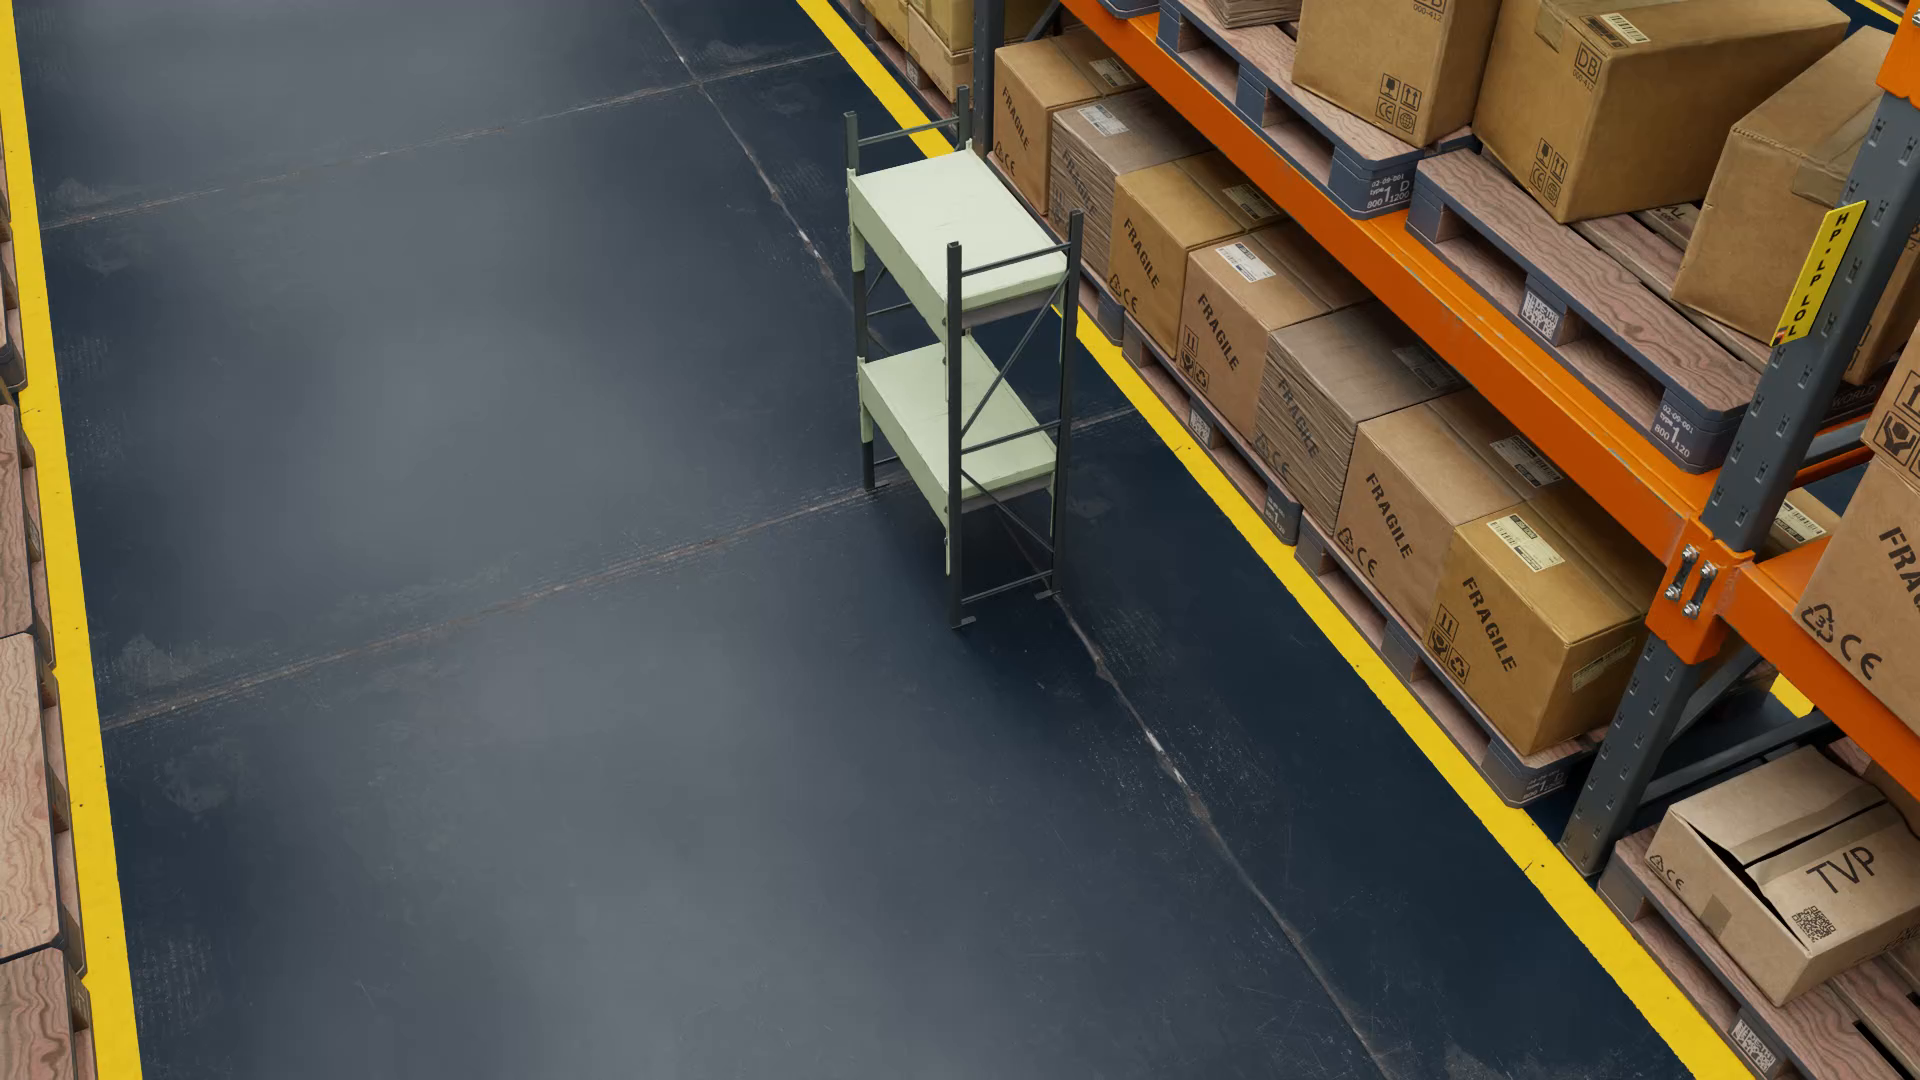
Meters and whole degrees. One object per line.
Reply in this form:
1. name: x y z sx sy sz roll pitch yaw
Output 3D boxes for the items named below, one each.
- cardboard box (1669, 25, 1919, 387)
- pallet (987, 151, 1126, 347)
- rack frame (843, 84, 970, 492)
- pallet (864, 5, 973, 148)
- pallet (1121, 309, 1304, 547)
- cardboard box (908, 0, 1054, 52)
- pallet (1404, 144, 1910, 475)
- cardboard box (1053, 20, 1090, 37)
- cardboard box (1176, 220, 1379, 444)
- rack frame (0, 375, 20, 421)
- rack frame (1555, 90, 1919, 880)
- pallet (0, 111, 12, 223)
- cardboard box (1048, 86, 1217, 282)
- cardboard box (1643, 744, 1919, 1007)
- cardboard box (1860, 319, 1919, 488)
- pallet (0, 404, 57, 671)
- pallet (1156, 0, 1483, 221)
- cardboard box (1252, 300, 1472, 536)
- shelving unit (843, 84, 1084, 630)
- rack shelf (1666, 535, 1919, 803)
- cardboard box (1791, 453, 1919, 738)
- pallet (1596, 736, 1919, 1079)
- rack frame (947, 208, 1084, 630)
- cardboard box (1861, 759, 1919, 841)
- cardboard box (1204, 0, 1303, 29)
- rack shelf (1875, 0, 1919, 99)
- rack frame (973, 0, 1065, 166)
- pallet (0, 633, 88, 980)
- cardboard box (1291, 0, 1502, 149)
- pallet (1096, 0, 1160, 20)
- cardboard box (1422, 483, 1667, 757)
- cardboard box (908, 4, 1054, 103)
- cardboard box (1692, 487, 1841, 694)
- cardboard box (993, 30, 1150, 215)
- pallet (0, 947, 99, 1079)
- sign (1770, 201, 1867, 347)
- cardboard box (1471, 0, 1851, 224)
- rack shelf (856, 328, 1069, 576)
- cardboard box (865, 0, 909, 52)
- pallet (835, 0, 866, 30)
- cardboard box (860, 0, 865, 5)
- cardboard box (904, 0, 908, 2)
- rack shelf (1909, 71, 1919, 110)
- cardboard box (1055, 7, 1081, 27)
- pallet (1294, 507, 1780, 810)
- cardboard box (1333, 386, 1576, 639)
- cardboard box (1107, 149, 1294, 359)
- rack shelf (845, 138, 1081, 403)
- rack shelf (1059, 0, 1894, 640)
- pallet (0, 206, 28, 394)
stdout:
1. cardboard box: 2.219 -0.835 4.090 0.700 0.500 0.500 -34 54 -30
2. pallet: 0.813 -1.351 6.969 1.003 0.211 1.213 -18 47 -17
3. rack frame: -0.157 -0.771 5.464 0.400 1.500 0.023 -18 47 -17
4. pallet: 0.222 -2.374 8.006 1.003 0.211 1.213 -18 47 -17
5. pallet: 1.322 -0.575 6.182 1.003 0.211 1.213 -18 47 -17
6. cardboard box: 0.090 -2.462 7.369 0.500 0.311 0.500 -17 47 -16
7. pallet: 1.978 -0.755 4.516 1.003 0.211 1.213 -18 47 -17
8. cardboard box: 0.579 -2.422 7.728 0.500 0.250 0.500 -18 47 -18
9. cardboard box: 1.121 -0.739 5.830 0.500 0.500 0.500 -20 48 -19
10. rack frame: -3.963 -1.370 5.003 1.000 3.000 0.127 -18 47 -17
11. rack frame: 2.215 -0.282 3.900 1.000 3.000 0.127 -18 47 -17
12. pallet: -4.762 -1.659 7.281 1.003 0.211 1.213 -18 47 -17
13. cardboard box: 0.691 -1.391 6.491 0.500 0.500 0.500 -20 48 -19
14. cardboard box: 2.195 0.850 4.354 0.500 0.311 0.500 -18 47 -17
15. cardboard box: 2.158 -0.290 3.125 0.500 0.500 0.500 -17 47 -16
16. pallet: -3.593 0.112 5.486 1.003 0.211 1.213 -18 47 -17
17. pallet: 1.355 -1.525 5.296 1.003 0.211 1.213 -18 47 -17
18. cardboard box: 1.337 -0.416 5.502 0.500 0.500 0.500 -17 47 -17
19. shelving unit: -0.003 -0.538 5.228 0.431 1.500 0.755 -18 47 -17
20. rack shelf: 3.056 1.249 2.861 1.077 0.370 4.000 -18 47 -17
21. cardboard box: 2.182 0.088 3.454 0.500 0.500 0.500 -17 47 -16
22. pallet: 2.503 1.149 4.436 1.003 0.211 1.213 -18 47 -17
23. rack frame: 0.151 -0.305 4.991 0.400 1.500 0.023 -18 47 -17
24. cardboard box: 2.712 0.731 4.340 0.500 0.500 0.500 -18 47 -17
25. cardboard box: 1.112 -2.009 5.280 0.700 0.500 0.500 -10 45 -10
26. rack shelf: 1.374 -2.368 4.391 1.077 0.370 4.000 -18 47 -17
27. rack frame: 0.533 -2.831 6.483 1.000 3.000 0.127 -18 47 -17
28. pallet: -3.084 0.889 4.699 1.003 0.211 1.213 -18 47 -17
29. cardboard box: 1.416 -1.575 4.840 0.700 0.500 0.500 -30 52 -27
30. pallet: 0.882 -2.351 6.134 1.213 0.211 1.003 -18 47 -17
31. cardboard box: 1.748 0.222 4.856 0.500 0.500 0.500 -18 47 -18
32. cardboard box: 0.091 -2.265 7.568 0.500 0.250 0.500 -17 47 -16
33. cardboard box: 2.233 0.071 5.009 0.500 0.500 0.500 -20 48 -19
34. cardboard box: 0.465 -1.723 6.827 0.500 0.500 0.500 -16 47 -16
35. pallet: -2.567 1.667 3.910 1.003 0.211 1.213 -18 47 -17
36. sign: 1.713 -0.528 3.325 0.100 0.325 0.005 -18 47 -17
37. cardboard box: 1.872 -1.254 4.515 0.700 0.500 0.500 -11 46 -11
38. rack shelf: -0.003 -0.306 5.457 0.431 0.370 0.720 -18 47 -17
39. cardboard box: -0.129 -2.592 7.900 0.500 0.250 0.500 -19 48 -18
40. pallet: -0.287 -3.151 8.793 1.003 0.211 1.213 -18 47 -17
41. cardboard box: -0.338 -2.914 8.226 0.500 0.250 0.500 -17 47 -17
42. cardboard box: -0.135 -2.792 7.703 0.500 0.311 0.500 -19 48 -18
43. rack shelf: 3.056 0.181 1.807 1.077 0.370 4.000 -18 47 -17
44. cardboard box: 0.579 -2.622 7.531 0.500 0.311 0.500 -17 47 -16
45. pallet: 1.839 0.204 5.393 1.003 0.211 1.213 -18 47 -17
46. cardboard box: 1.547 -0.096 5.178 0.500 0.500 0.500 -18 47 -17
47. cardboard box: 0.897 -1.070 6.165 0.500 0.500 0.500 -19 48 -18
48. rack shelf: -0.003 -0.816 4.953 0.431 0.370 0.720 -18 47 -17
49. rack shelf: 1.374 -1.300 5.444 1.077 0.370 4.000 -18 47 -17
50. pallet: -4.253 -0.883 6.495 1.003 0.211 1.213 -18 47 -17
